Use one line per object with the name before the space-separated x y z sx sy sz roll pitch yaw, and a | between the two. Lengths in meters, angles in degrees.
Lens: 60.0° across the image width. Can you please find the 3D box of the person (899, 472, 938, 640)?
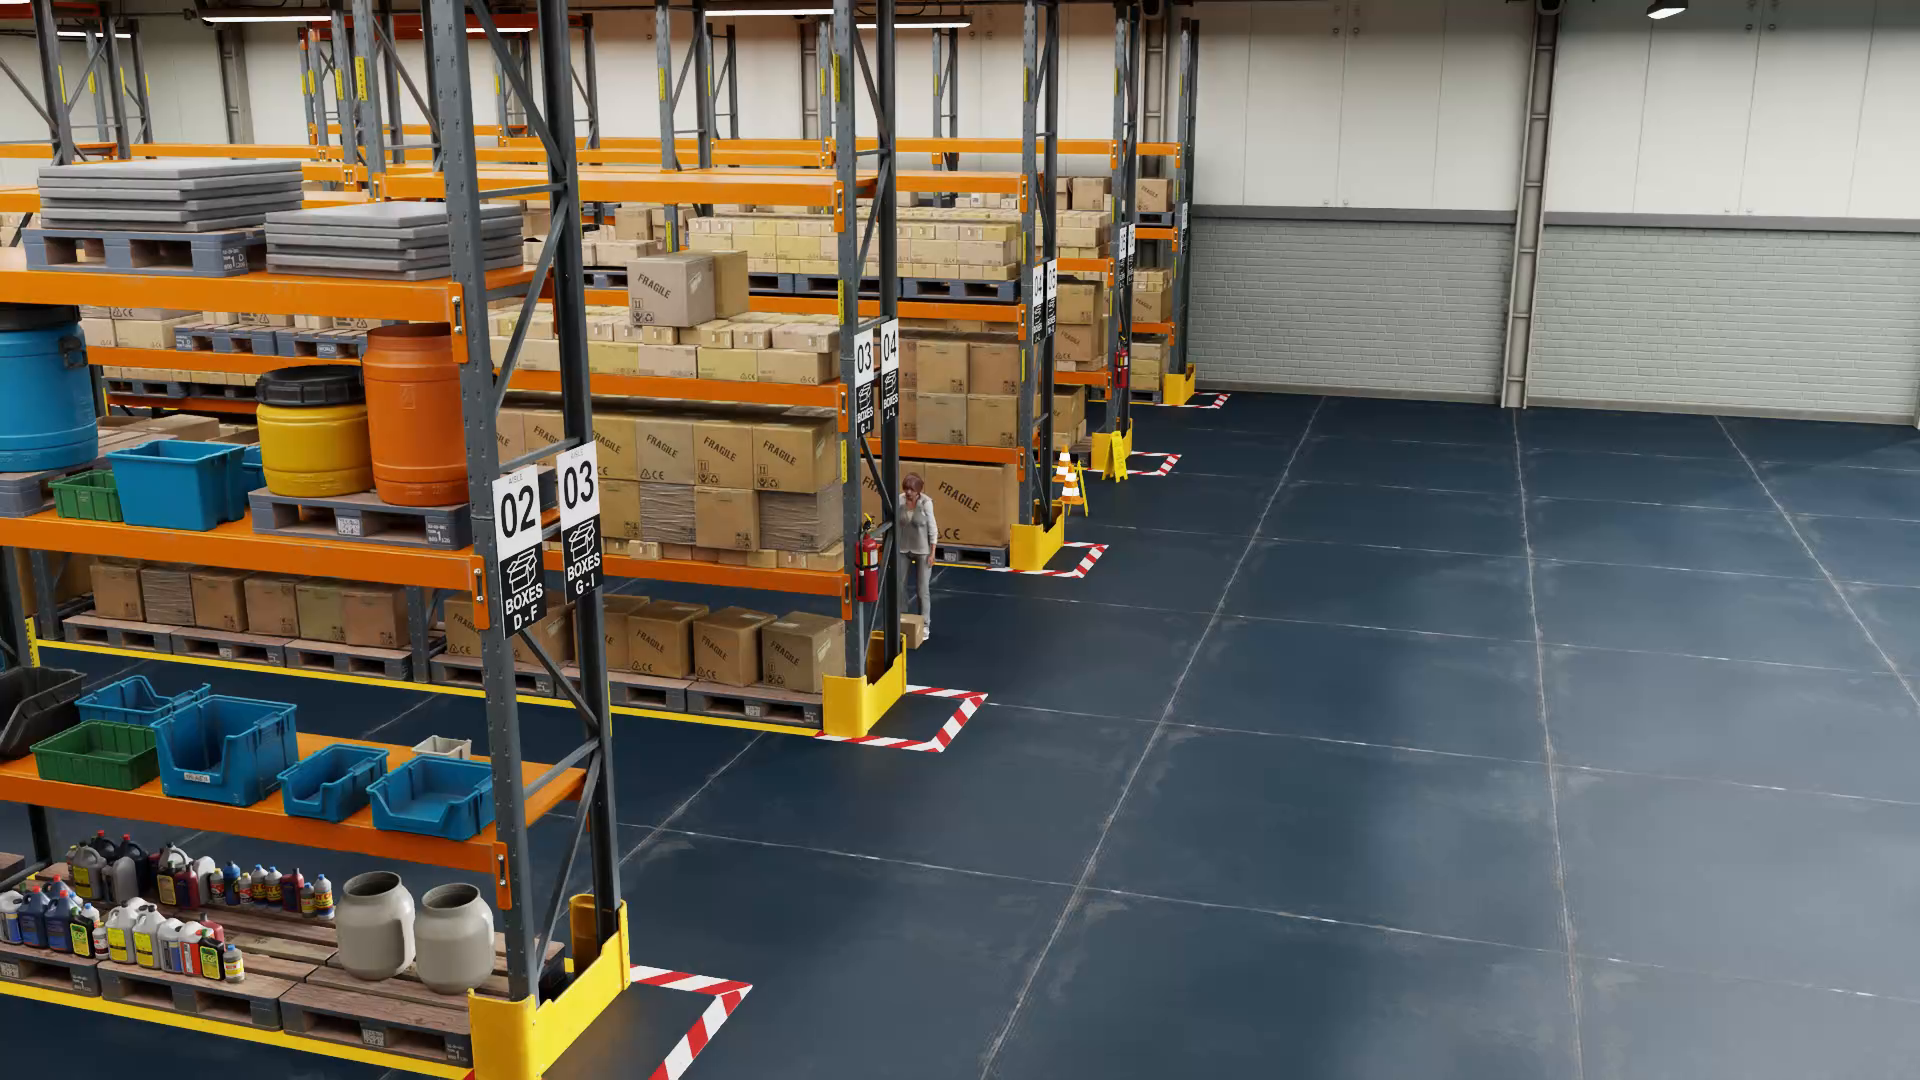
person | -0.435 0.133 15.441 0.459 1.593 0.347 4 16 16
